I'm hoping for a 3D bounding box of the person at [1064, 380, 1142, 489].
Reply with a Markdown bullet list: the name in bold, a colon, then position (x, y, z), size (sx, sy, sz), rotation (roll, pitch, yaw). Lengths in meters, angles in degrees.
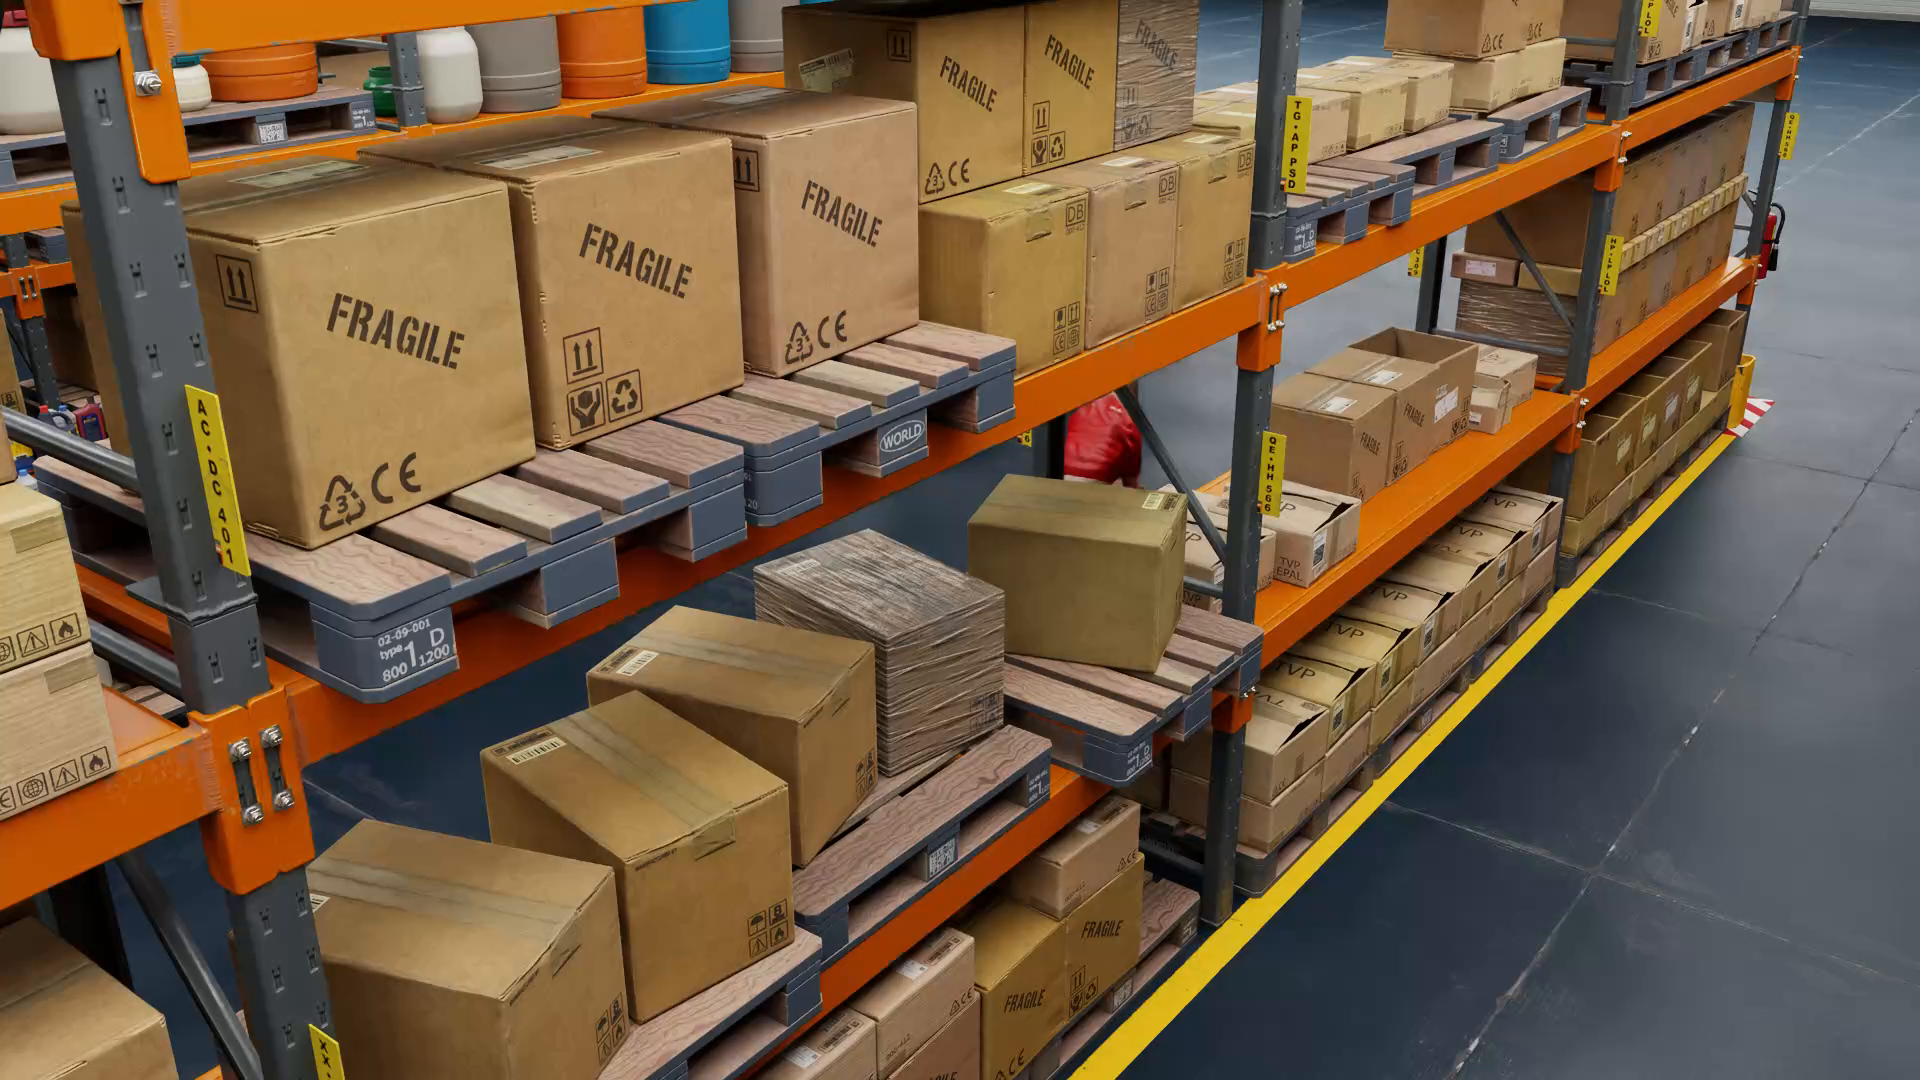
- **person**: position (0.750, -0.171, 9.368), size (0.476, 1.456, 0.815), rotation (16, 28, 33)
